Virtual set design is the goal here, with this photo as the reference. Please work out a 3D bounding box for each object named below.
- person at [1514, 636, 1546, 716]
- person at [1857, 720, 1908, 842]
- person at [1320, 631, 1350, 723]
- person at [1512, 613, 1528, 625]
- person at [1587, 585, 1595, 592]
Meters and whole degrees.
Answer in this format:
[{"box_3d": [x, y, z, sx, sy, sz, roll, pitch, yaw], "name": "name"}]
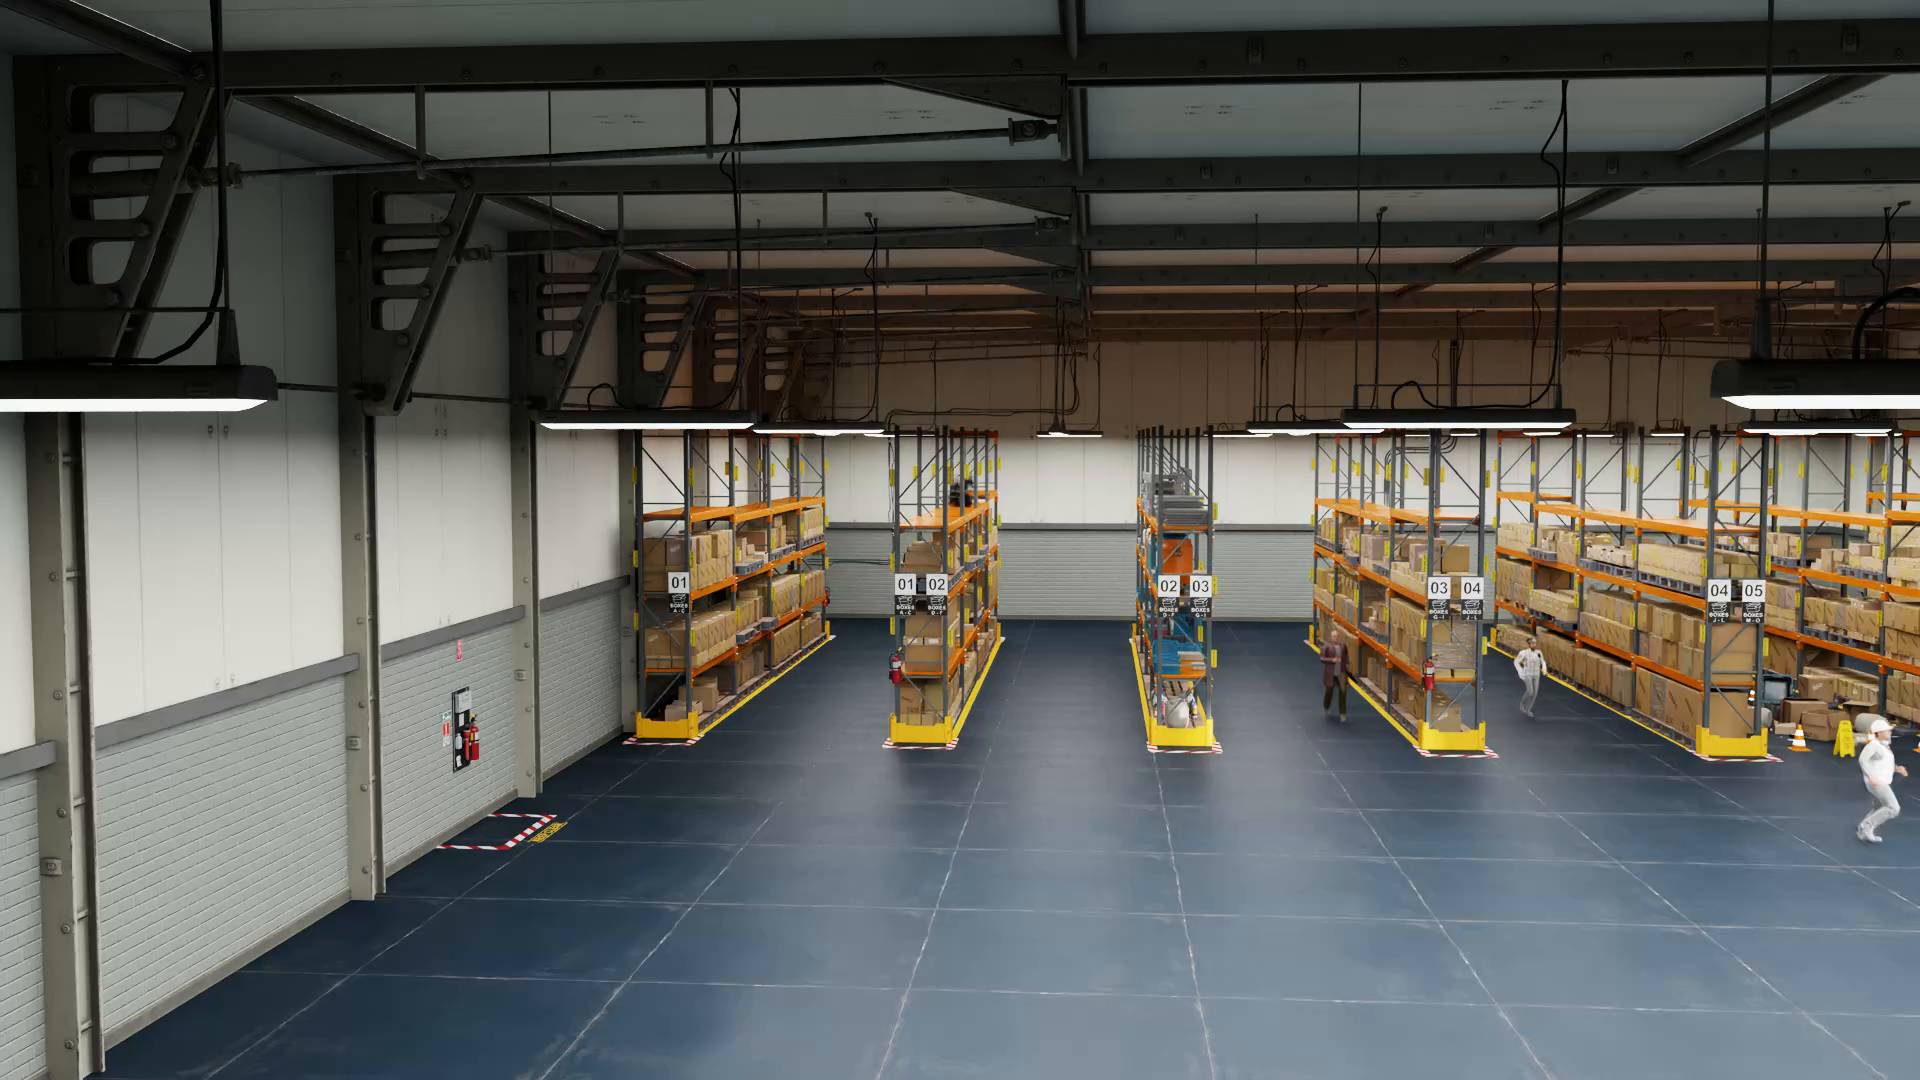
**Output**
[{"box_3d": [11.871, 2.822, 34.474, 0.628, 1.663, 0.534, 0, 3, -8], "name": "person"}, {"box_3d": [13.096, 3.426, 23.602, 0.601, 1.739, 0.667, 2, 4, 35], "name": "person"}, {"box_3d": [7.676, 2.874, 34.075, 0.678, 1.622, 0.923, 0, 3, -3], "name": "person"}, {"box_3d": [15.964, 1.988, 47.445, 0.751, 1.747, 0.910, -3, 4, -39], "name": "person"}, {"box_3d": [18.015, 2.094, 47.242, 0.671, 1.629, 0.582, 0, 3, 3], "name": "person"}]
